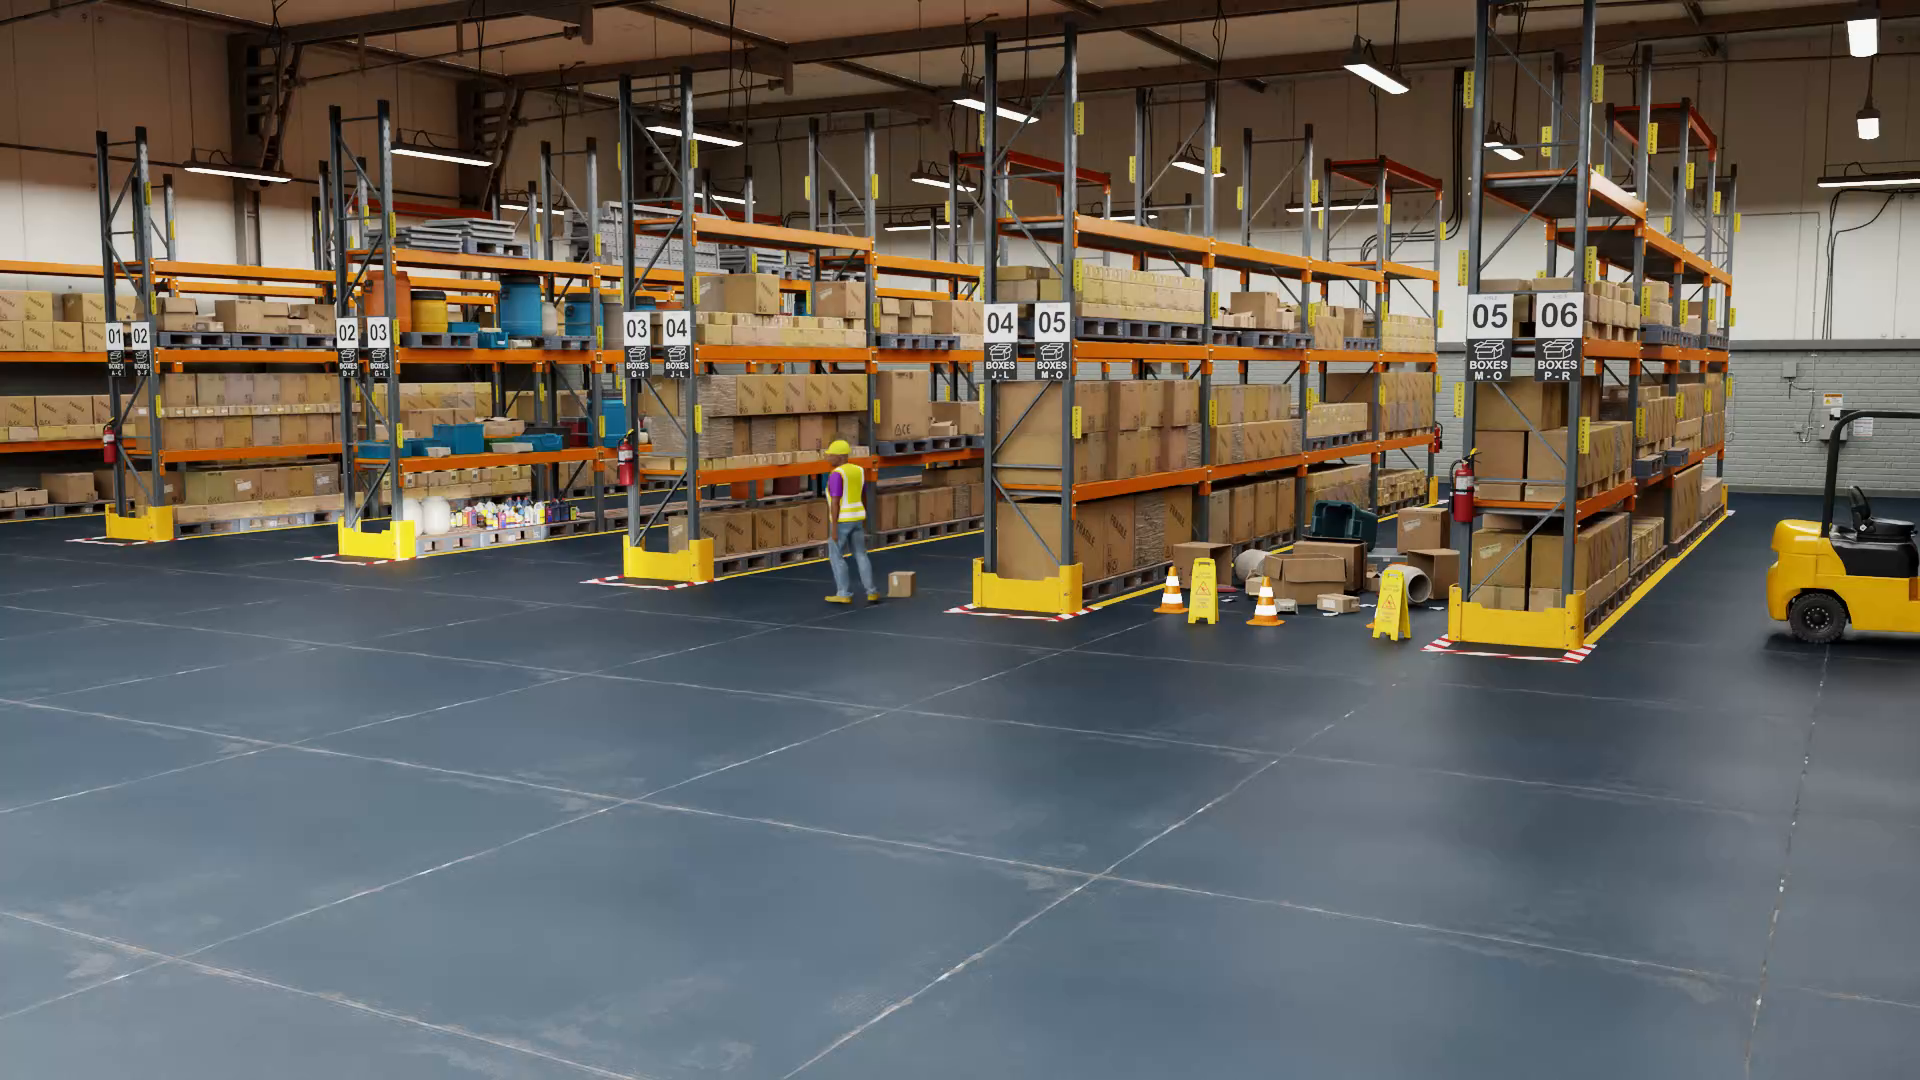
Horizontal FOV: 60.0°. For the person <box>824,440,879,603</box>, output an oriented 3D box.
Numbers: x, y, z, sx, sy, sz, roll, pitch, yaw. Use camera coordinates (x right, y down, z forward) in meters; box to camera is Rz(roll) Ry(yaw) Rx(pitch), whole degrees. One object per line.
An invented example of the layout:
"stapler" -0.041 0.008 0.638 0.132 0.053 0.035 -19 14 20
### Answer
"person" -1.178 -0.191 17.922 0.560 1.752 0.602 5 7 37
